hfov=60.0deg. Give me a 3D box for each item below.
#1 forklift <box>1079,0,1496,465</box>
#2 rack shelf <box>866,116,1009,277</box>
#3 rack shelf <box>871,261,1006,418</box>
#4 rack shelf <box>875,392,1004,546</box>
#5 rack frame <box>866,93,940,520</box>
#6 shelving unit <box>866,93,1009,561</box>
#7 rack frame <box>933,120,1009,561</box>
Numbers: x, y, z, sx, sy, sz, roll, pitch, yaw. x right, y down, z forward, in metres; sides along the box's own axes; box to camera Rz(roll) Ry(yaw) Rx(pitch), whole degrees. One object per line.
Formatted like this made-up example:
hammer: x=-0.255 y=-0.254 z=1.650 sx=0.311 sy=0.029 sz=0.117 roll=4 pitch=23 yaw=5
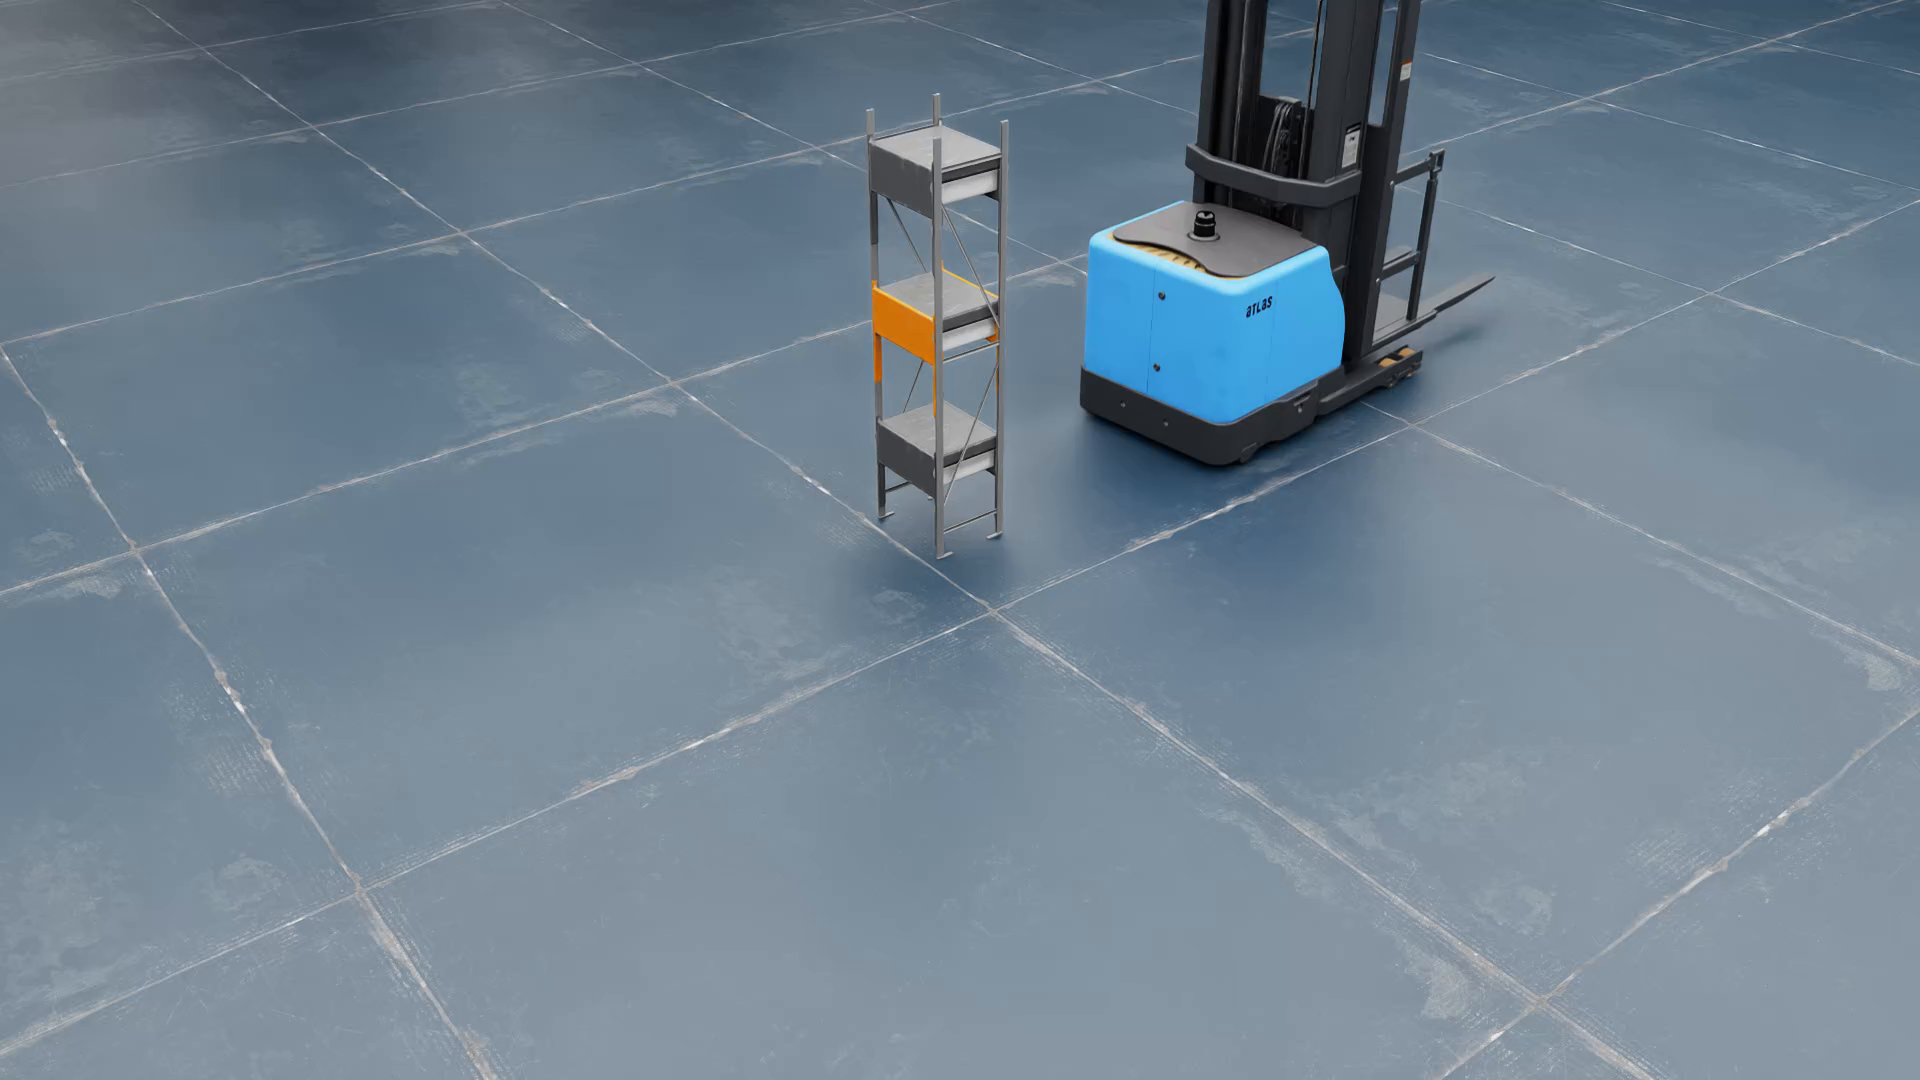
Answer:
forklift: x=2.080 y=-2.309 z=9.190 sx=3.031 sy=2.935 sz=1.130 roll=-27 pitch=41 yaw=-36
rack shelf: x=-0.101 y=-1.544 z=7.445 sx=0.431 sy=0.518 sz=0.480 roll=-22 pitch=38 yaw=-31
rack shelf: x=-0.101 y=-0.949 z=7.814 sx=0.431 sy=0.518 sz=0.480 roll=-22 pitch=38 yaw=-31
rack shelf: x=-0.102 y=-0.355 z=8.184 sx=0.431 sy=0.518 sz=0.480 roll=-22 pitch=38 yaw=-31
rack frame: x=-0.251 y=-1.063 z=7.971 sx=0.400 sy=2.100 sz=0.015 roll=-22 pitch=38 yaw=-31
shelving unit: x=-0.101 y=-0.961 z=7.807 sx=0.431 sy=2.100 sz=0.503 roll=-22 pitch=38 yaw=-31
rack frame: x=0.048 y=-0.859 z=7.643 sx=0.400 sy=2.100 sz=0.015 roll=-22 pitch=38 yaw=-31
